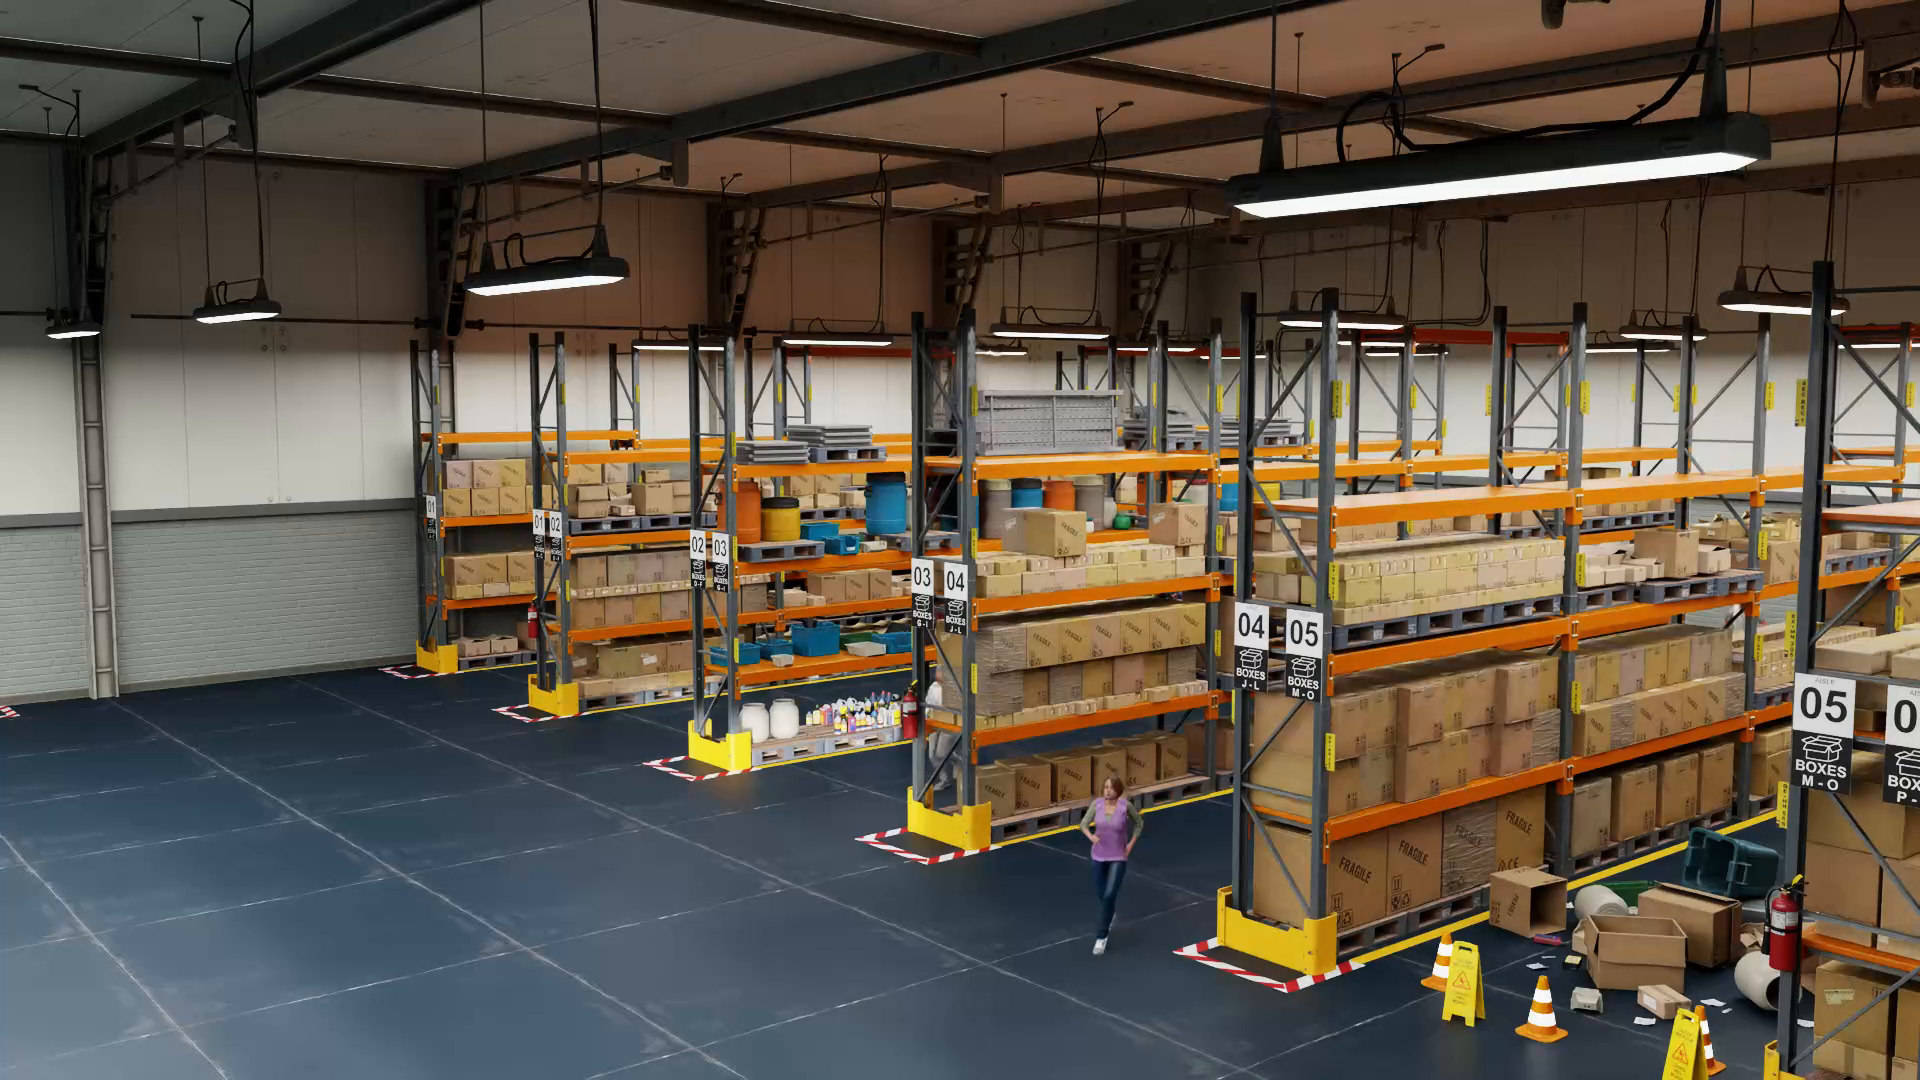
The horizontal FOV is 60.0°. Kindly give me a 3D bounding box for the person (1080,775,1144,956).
[{"bbox_3d":[1.393,2.961,15.364,0.570,1.638,0.711,2,6,19],"label":"person"}]

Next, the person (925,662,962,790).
[{"bbox_3d":[-0.220,2.372,21.335,0.674,1.660,0.528,4,6,35],"label":"person"}]

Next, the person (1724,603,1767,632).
[{"bbox_3d":[13.207,1.710,28.005,0.651,1.749,0.568,3,6,27],"label":"person"}]
